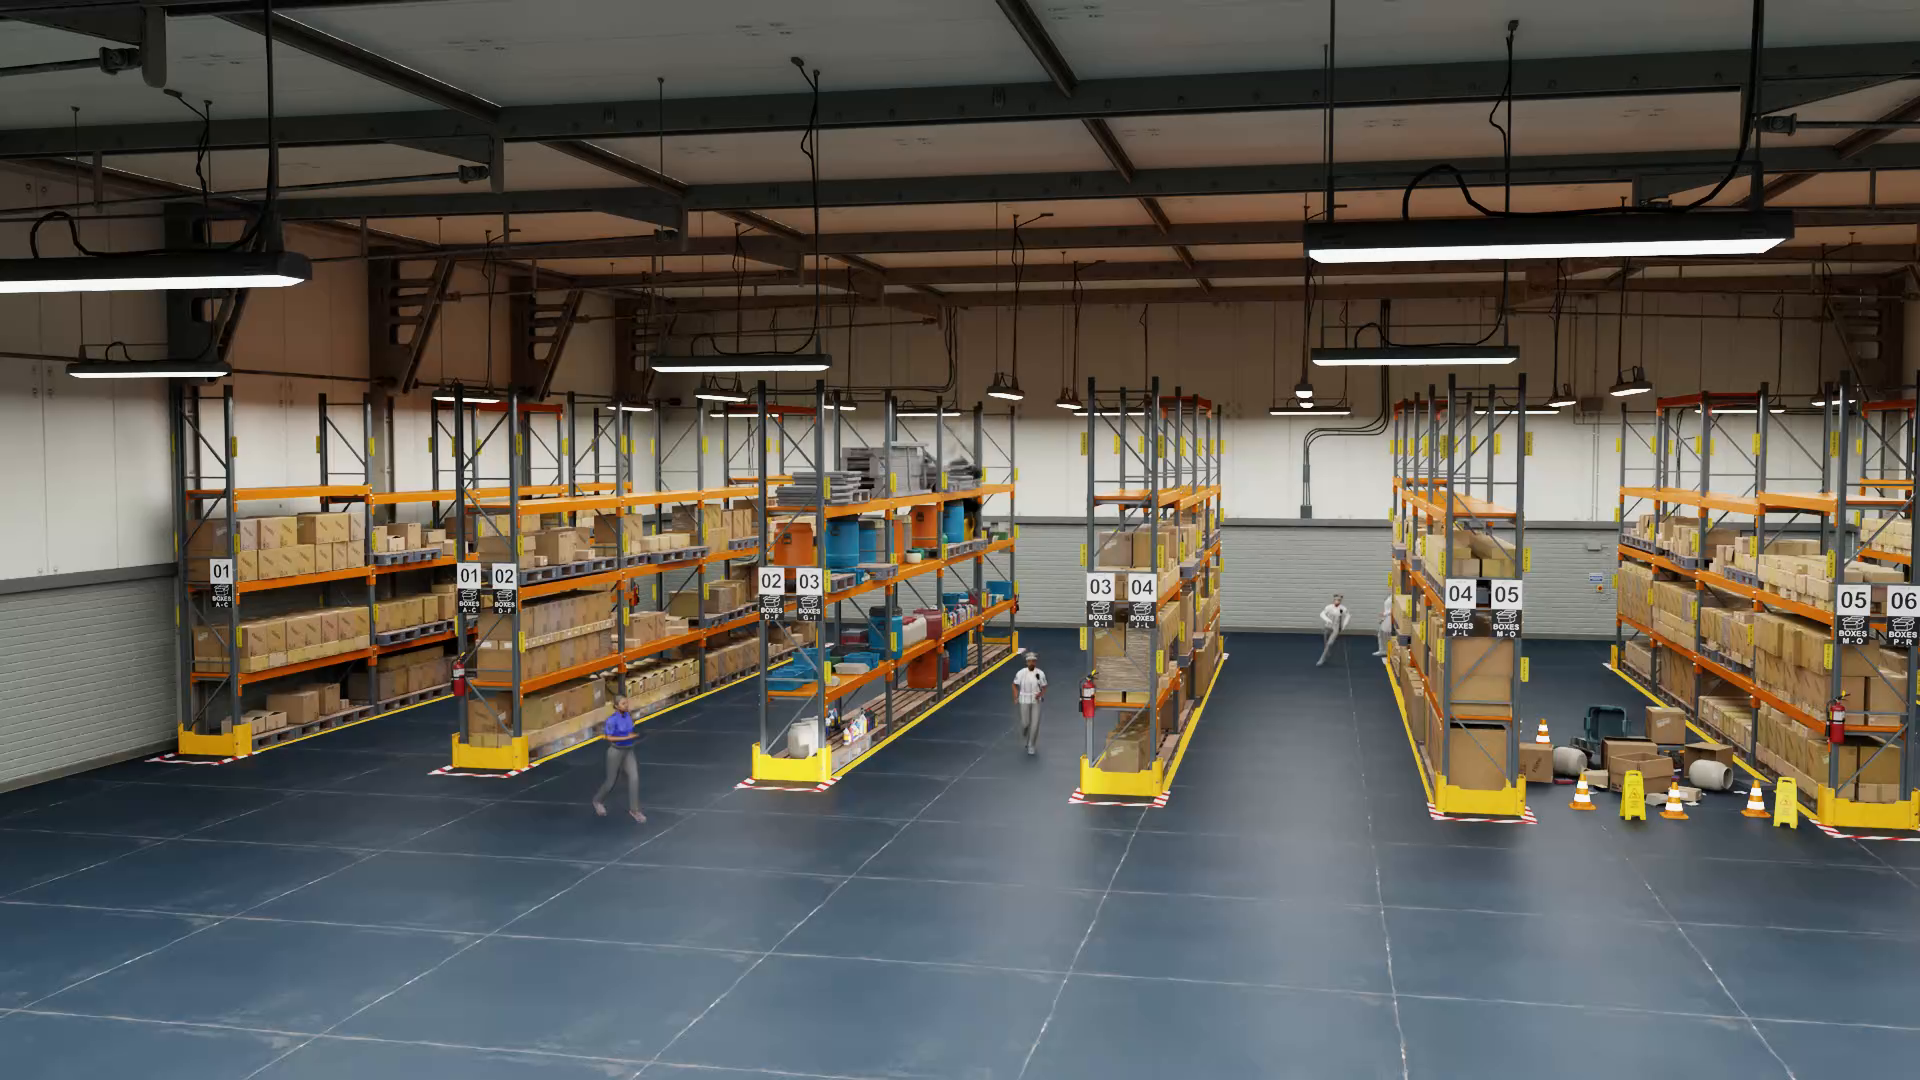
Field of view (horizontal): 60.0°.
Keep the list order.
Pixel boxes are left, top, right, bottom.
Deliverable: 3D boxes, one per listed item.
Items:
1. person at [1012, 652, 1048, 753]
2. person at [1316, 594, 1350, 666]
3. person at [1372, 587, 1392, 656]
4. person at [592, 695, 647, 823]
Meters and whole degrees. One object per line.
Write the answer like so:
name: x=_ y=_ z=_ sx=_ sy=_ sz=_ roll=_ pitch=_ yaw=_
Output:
person: x=1.147 y=2.657 z=27.094 sx=0.574 sy=1.660 sz=0.548 roll=0 pitch=3 yaw=-1
person: x=8.576 y=2.044 z=38.218 sx=0.693 sy=1.630 sz=0.963 roll=1 pitch=3 yaw=24
person: x=10.259 y=1.982 z=39.633 sx=0.774 sy=1.632 sz=0.738 roll=0 pitch=3 yaw=9
person: x=-4.572 y=2.910 z=22.274 sx=0.870 sy=1.685 sz=0.595 roll=2 pitch=4 yaw=34
